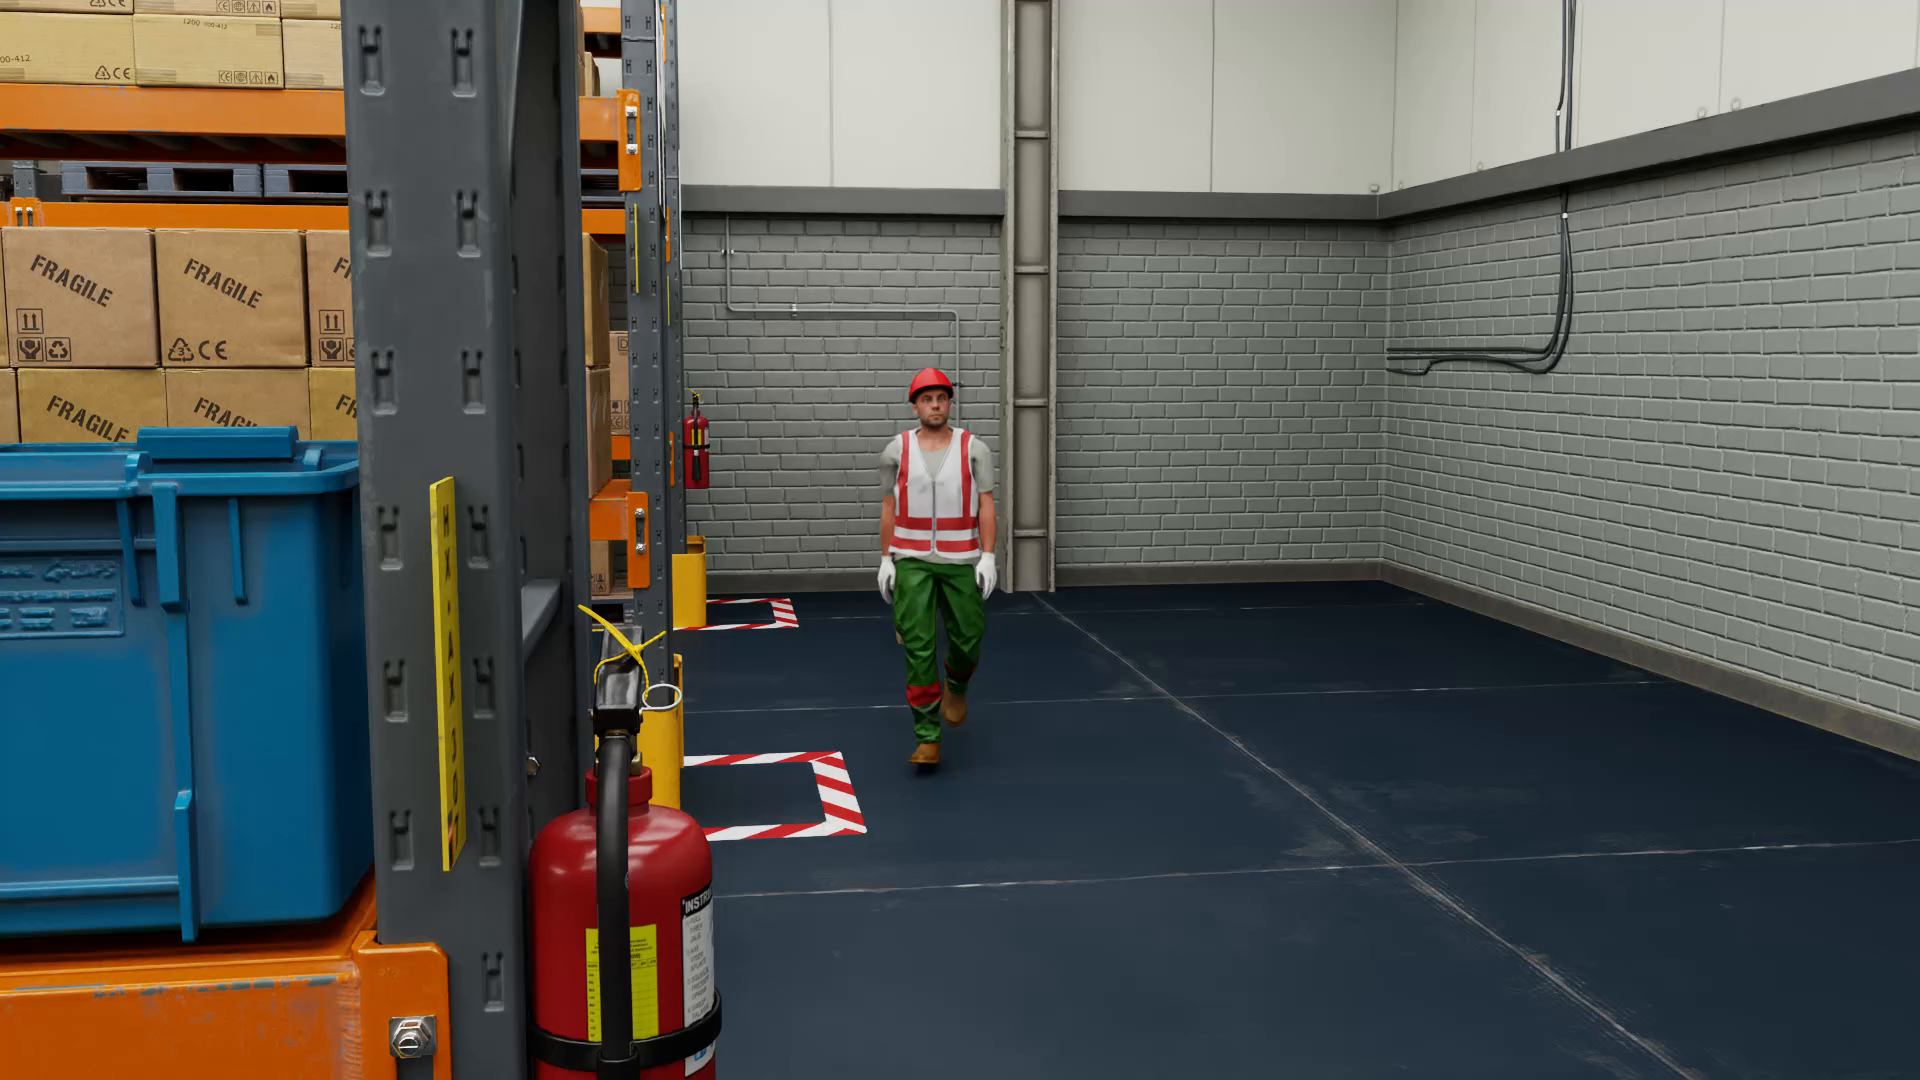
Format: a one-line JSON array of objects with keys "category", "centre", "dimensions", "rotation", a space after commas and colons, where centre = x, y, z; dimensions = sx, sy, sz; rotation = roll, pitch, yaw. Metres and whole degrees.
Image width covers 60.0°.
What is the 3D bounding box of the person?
[{"category": "person", "centre": [-0.104, 0.100, 7.608], "dimensions": [0.551, 1.770, 0.789], "rotation": [0, 6, 0]}]
